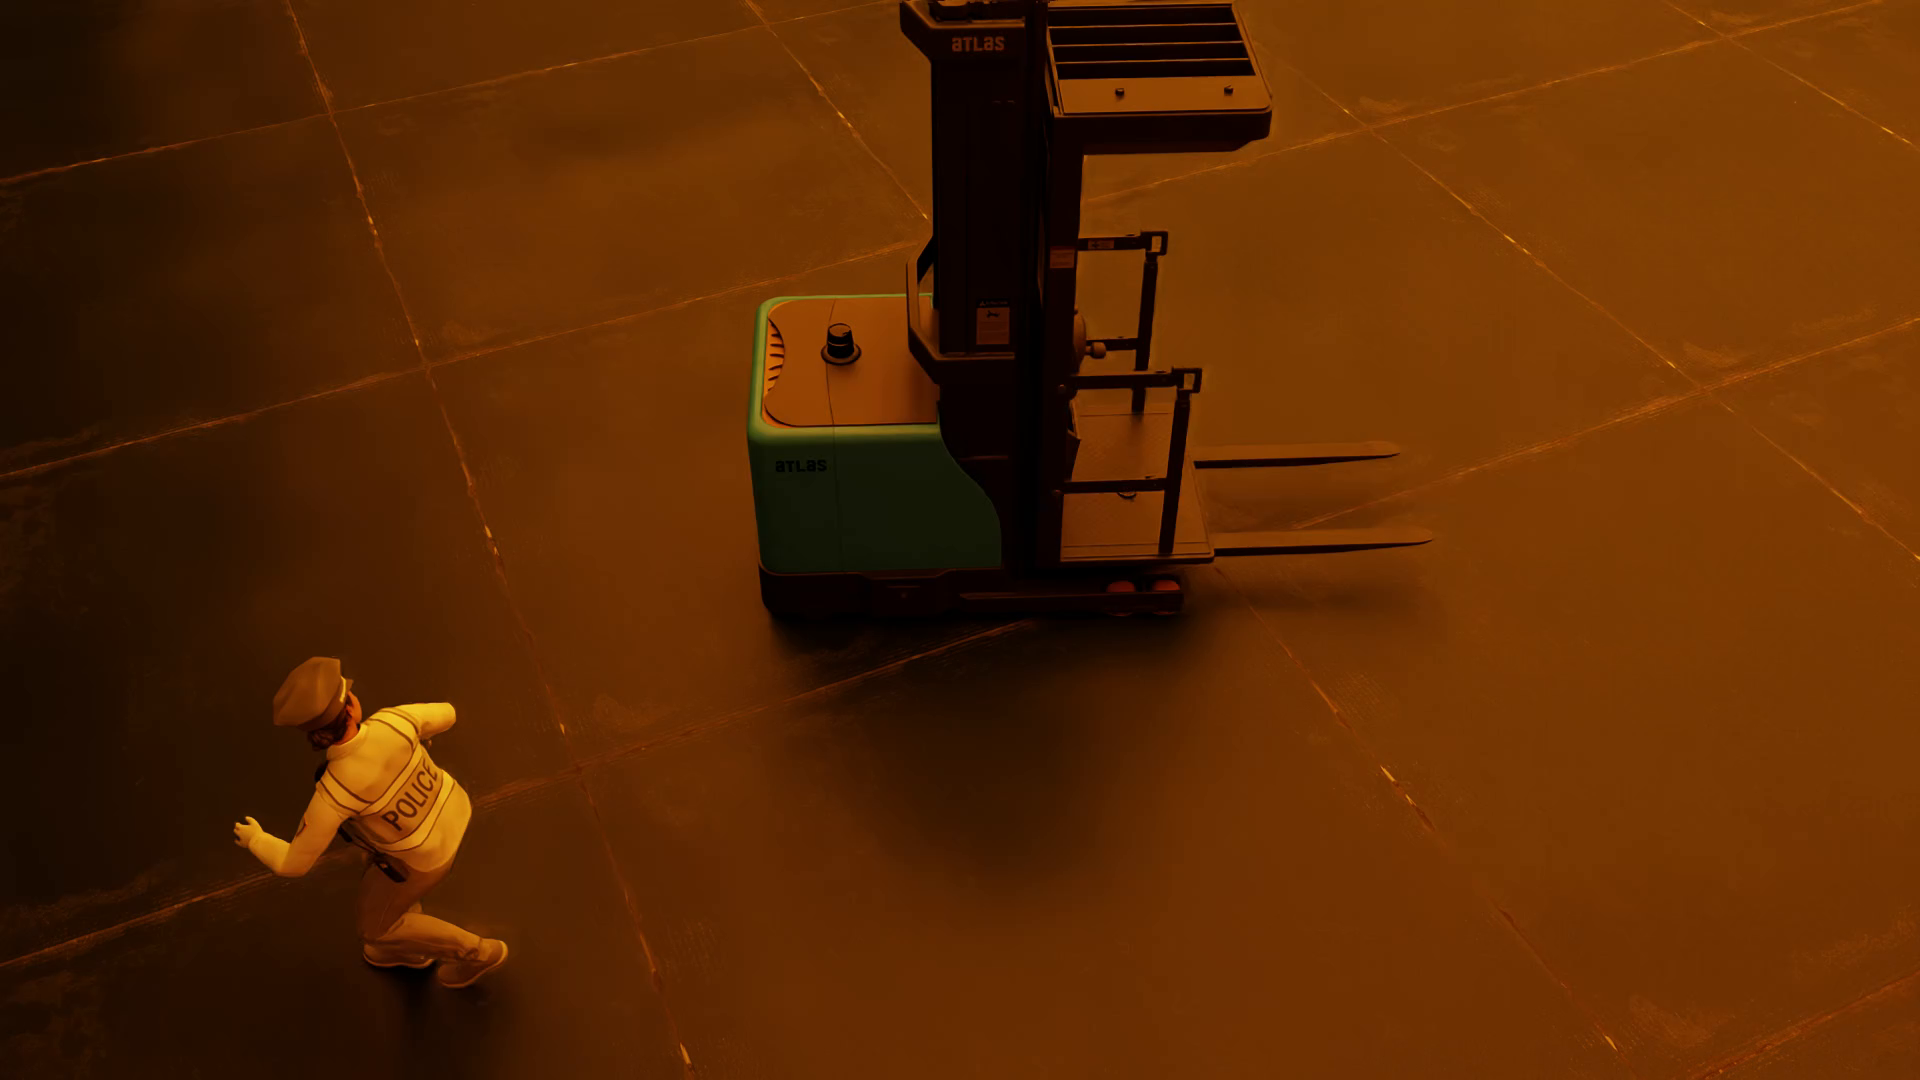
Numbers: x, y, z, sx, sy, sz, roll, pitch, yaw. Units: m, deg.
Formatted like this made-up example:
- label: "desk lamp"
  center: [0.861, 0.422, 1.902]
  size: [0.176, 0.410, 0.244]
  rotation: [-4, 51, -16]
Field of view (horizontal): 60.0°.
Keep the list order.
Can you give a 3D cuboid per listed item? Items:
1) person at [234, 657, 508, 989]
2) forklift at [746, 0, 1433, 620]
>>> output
- label: "person"
  center: [-1.998, 0.955, 5.663]
  size: [0.761, 1.562, 0.795]
  rotation: [8, 44, 8]
- label: "forklift"
  center: [0.610, -1.090, 6.848]
  size: [3.031, 2.935, 1.130]
  rotation: [-2, 43, -2]
